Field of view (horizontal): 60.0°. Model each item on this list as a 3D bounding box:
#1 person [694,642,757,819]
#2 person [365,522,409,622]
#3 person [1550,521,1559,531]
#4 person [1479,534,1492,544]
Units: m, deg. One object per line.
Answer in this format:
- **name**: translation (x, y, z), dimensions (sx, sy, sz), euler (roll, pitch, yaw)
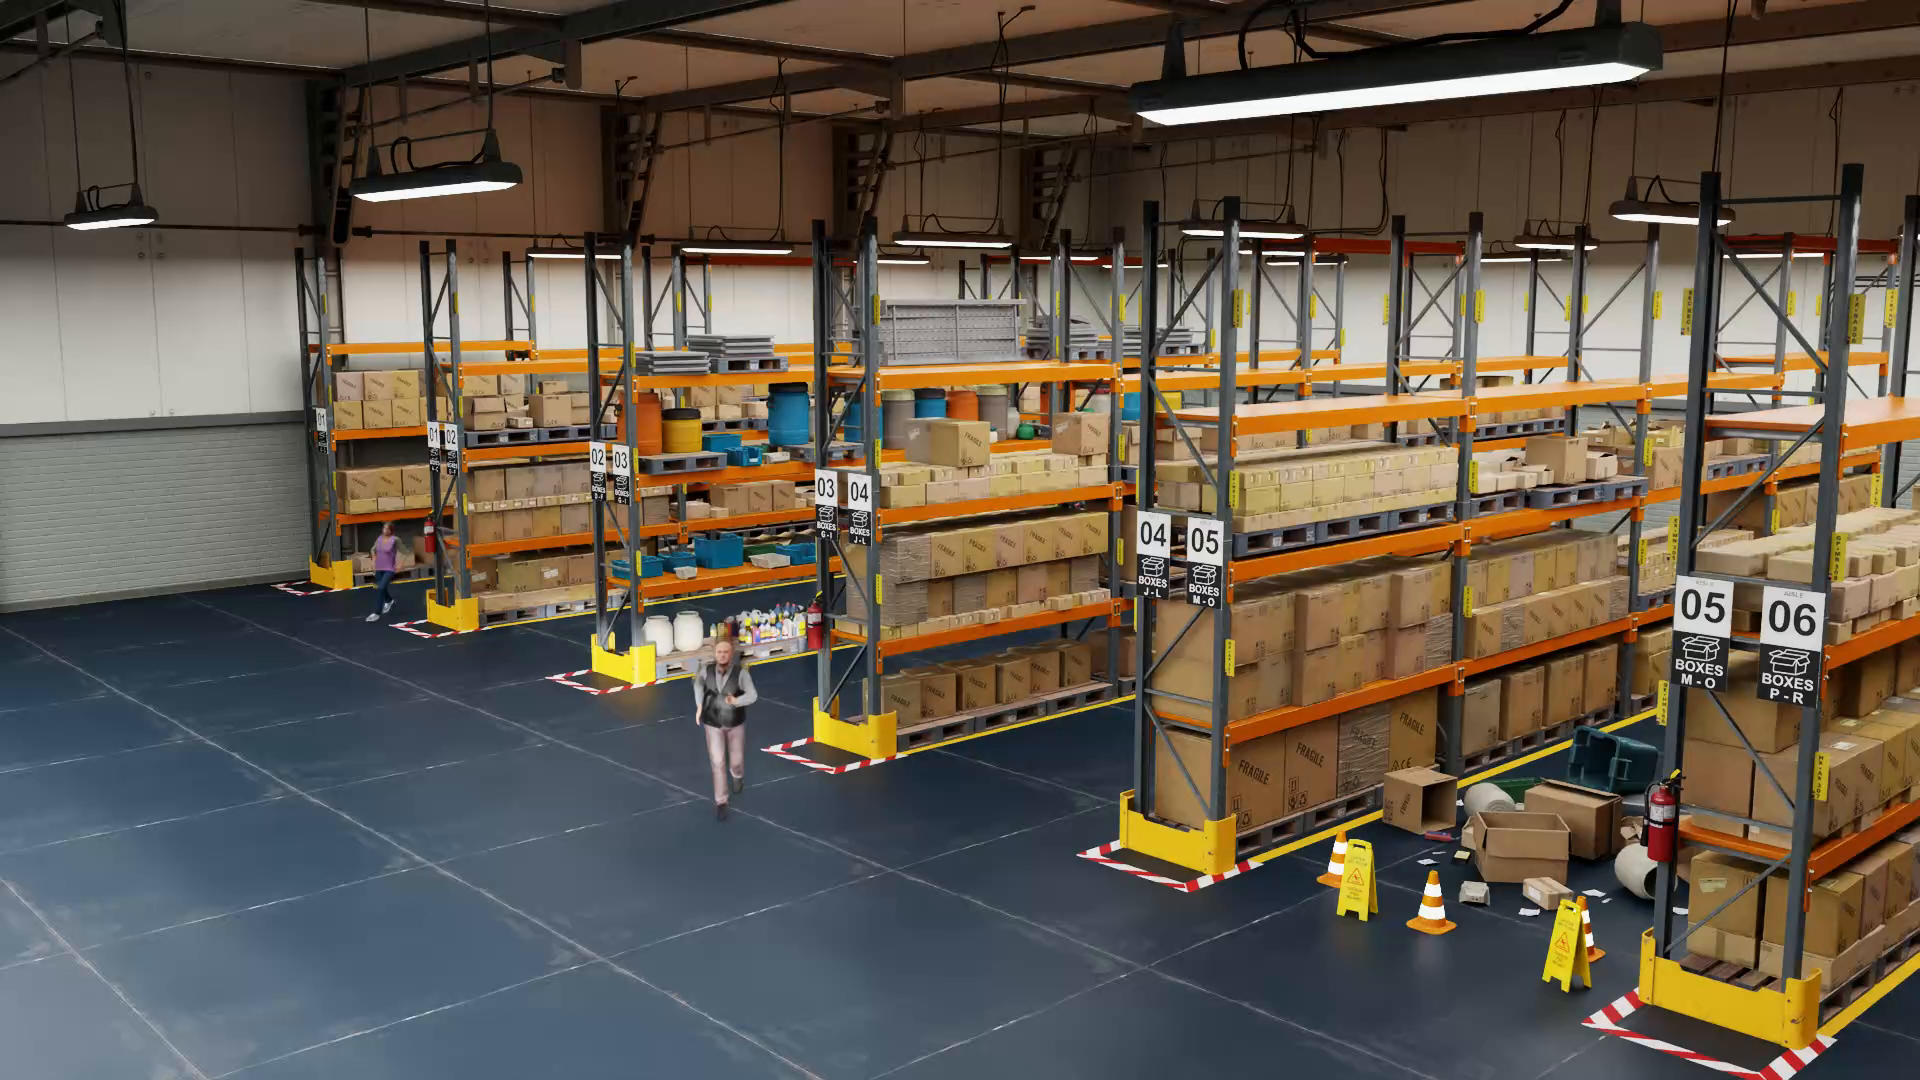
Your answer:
- **person**: translation (-2.356, 1.854, 16.714), dimensions (0.657, 1.706, 0.924), euler (0, 8, -3)
- **person**: translation (-9.150, 0.477, 26.608), dimensions (0.607, 1.568, 0.830), euler (2, 9, 14)
- **person**: translation (9.466, 0.477, 26.495), dimensions (0.580, 1.681, 0.804), euler (7, 11, 40)
- **person**: translation (7.822, 0.715, 24.792), dimensions (0.663, 1.717, 0.816), euler (7, 11, 40)
